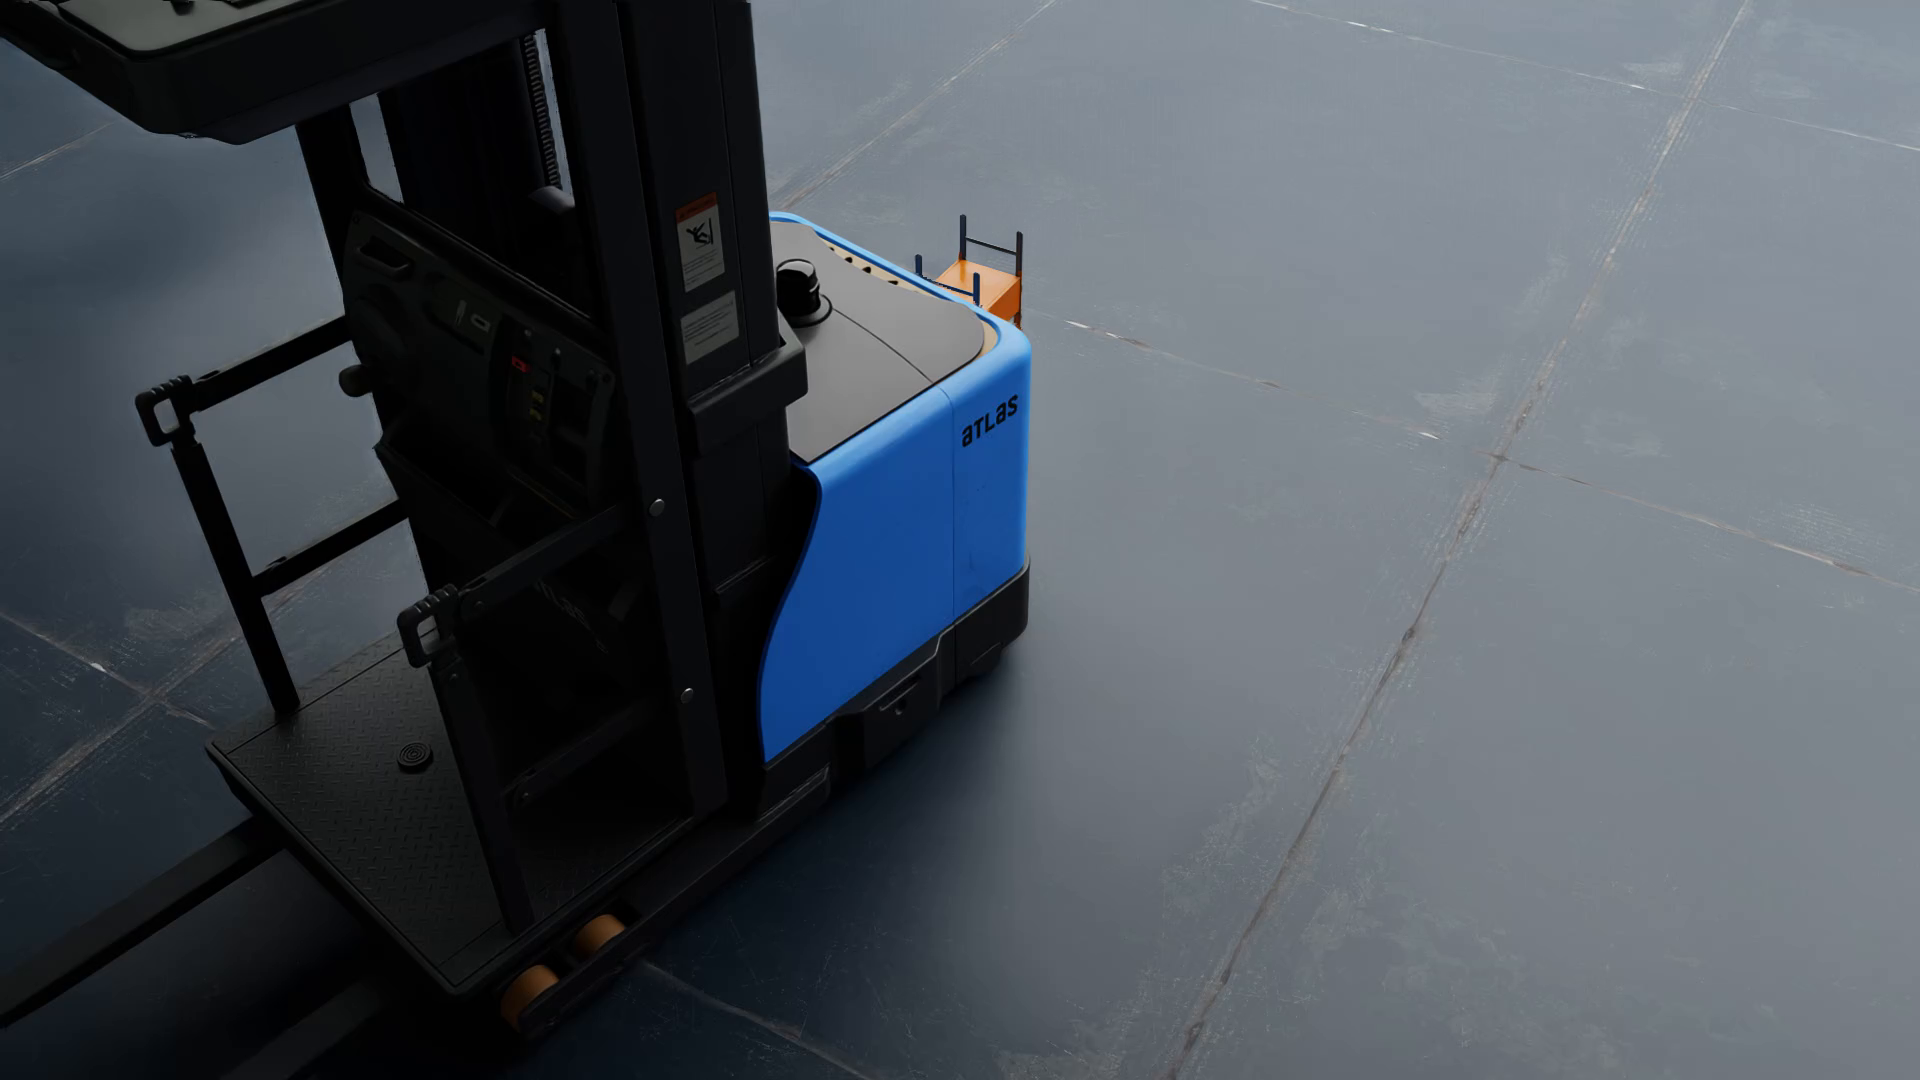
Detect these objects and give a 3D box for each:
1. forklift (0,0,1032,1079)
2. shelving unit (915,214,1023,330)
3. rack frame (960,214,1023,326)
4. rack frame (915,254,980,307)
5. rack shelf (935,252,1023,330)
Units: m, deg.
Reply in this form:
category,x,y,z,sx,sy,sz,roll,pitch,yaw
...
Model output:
category,x,y,z,sx,sy,sz,roll,pitch,yaw
forklift,-1.168,-0.317,3.392,1.130,2.935,3.031,31,50,31
shelving unit,0.027,-0.425,4.938,0.215,1.050,0.252,21,45,22
rack frame,0.088,-0.494,5.017,0.200,1.050,0.008,21,45,22
rack frame,-0.034,-0.355,4.859,0.200,1.050,0.008,21,45,22
rack shelf,0.027,-0.630,4.757,0.215,0.259,0.240,21,45,22
